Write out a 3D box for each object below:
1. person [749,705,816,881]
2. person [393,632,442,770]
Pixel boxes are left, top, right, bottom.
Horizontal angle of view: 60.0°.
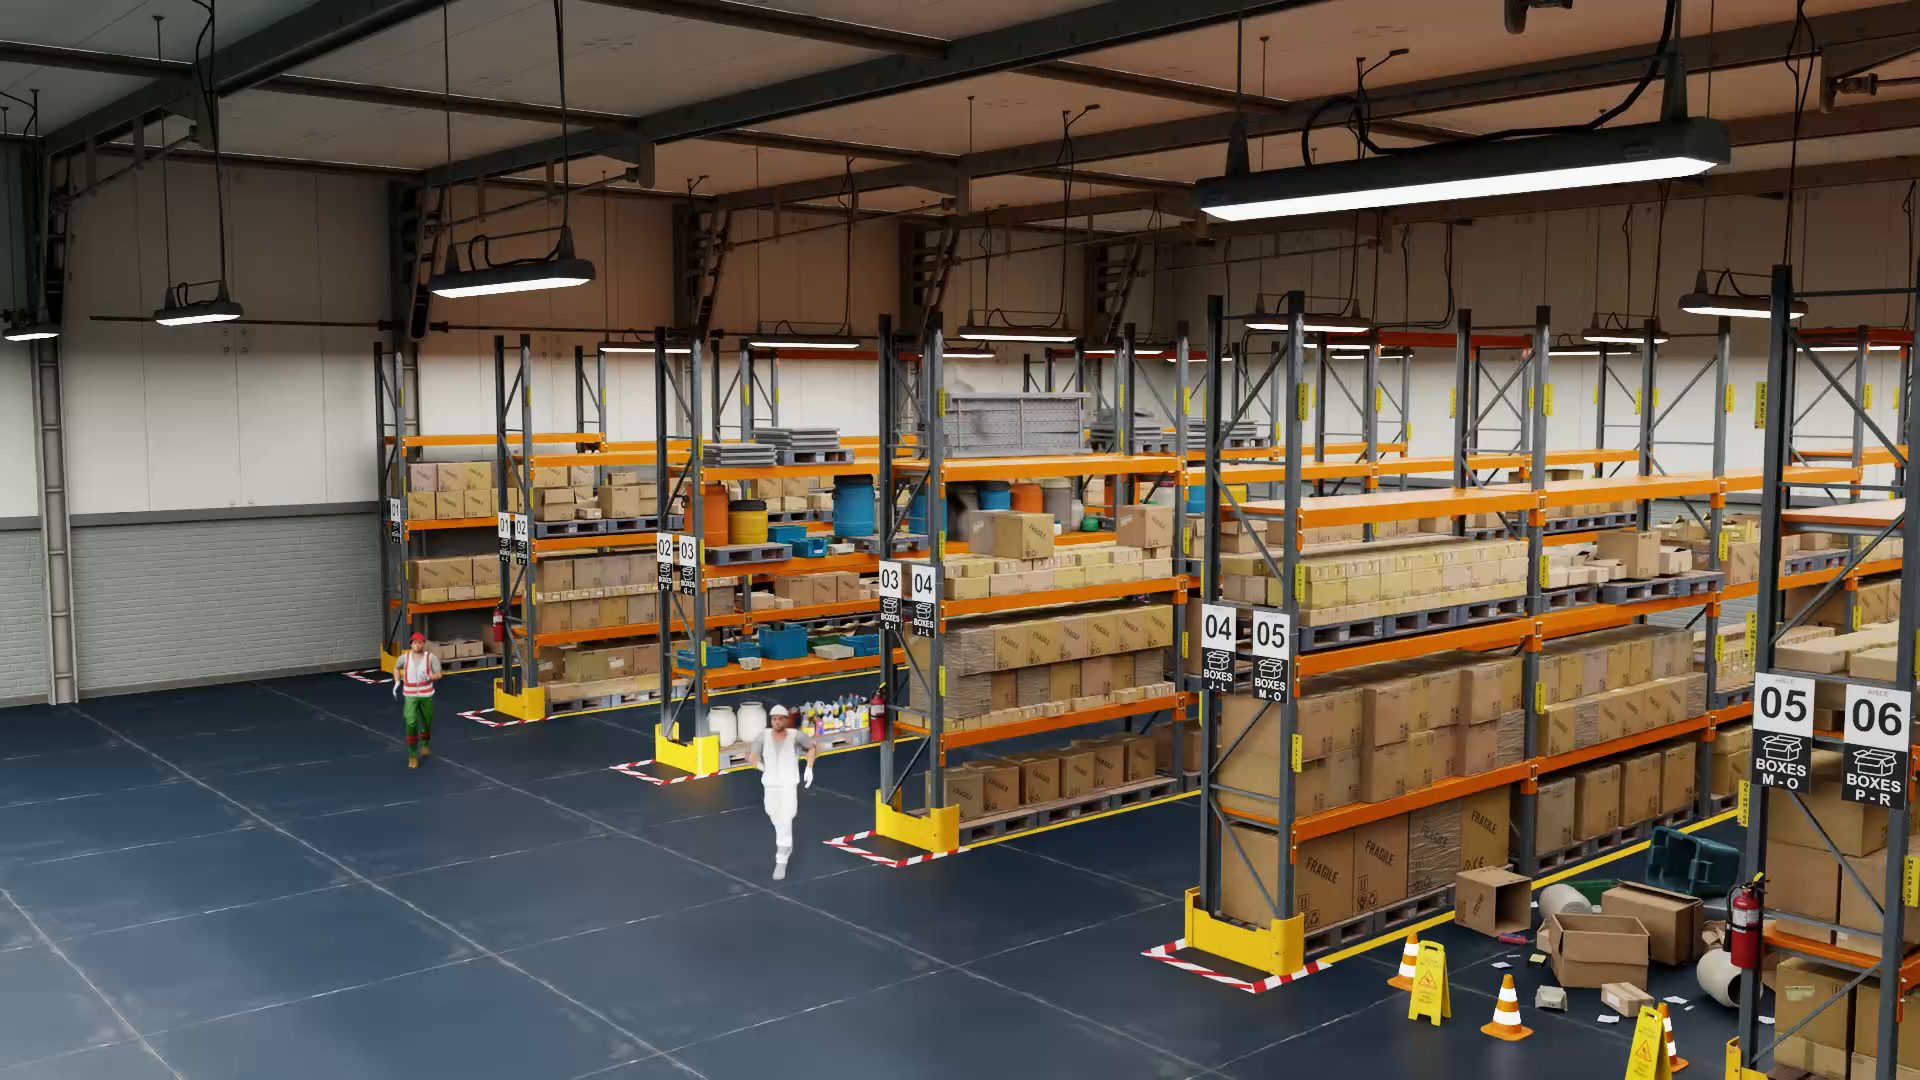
[{"bbox_3d":[-1.924,2.649,17.871,0.683,1.802,0.947,1,5,9],"label":"person"},{"bbox_3d":[-7.456,2.186,22.885,0.650,1.848,0.800,-2,6,-19],"label":"person"}]
